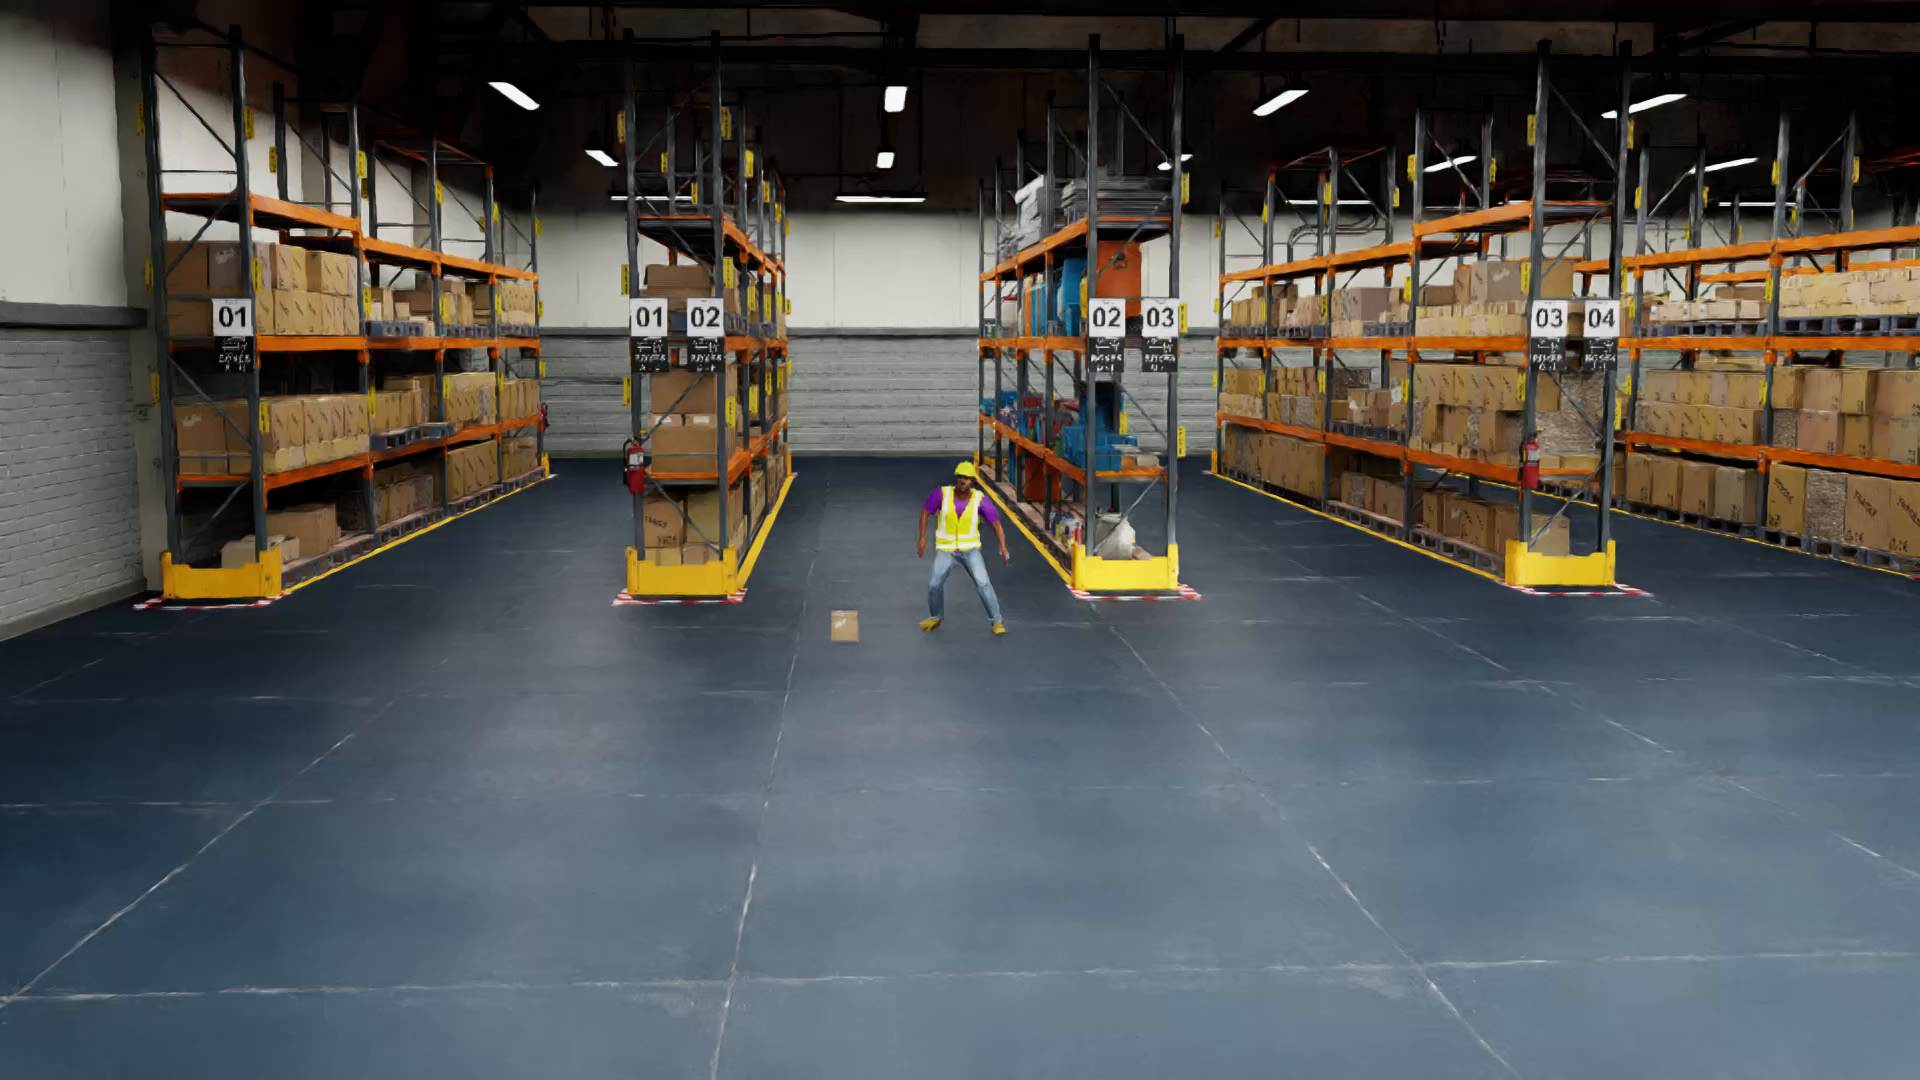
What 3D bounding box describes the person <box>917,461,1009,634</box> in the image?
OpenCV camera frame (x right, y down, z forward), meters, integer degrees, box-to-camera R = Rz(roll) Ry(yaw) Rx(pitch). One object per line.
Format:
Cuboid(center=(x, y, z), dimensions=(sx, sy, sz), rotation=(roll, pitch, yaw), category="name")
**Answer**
Cuboid(center=(0.023, 0.063, 15.760), dimensions=(0.894, 1.620, 0.545), rotation=(1, 7, 6), category="person")
